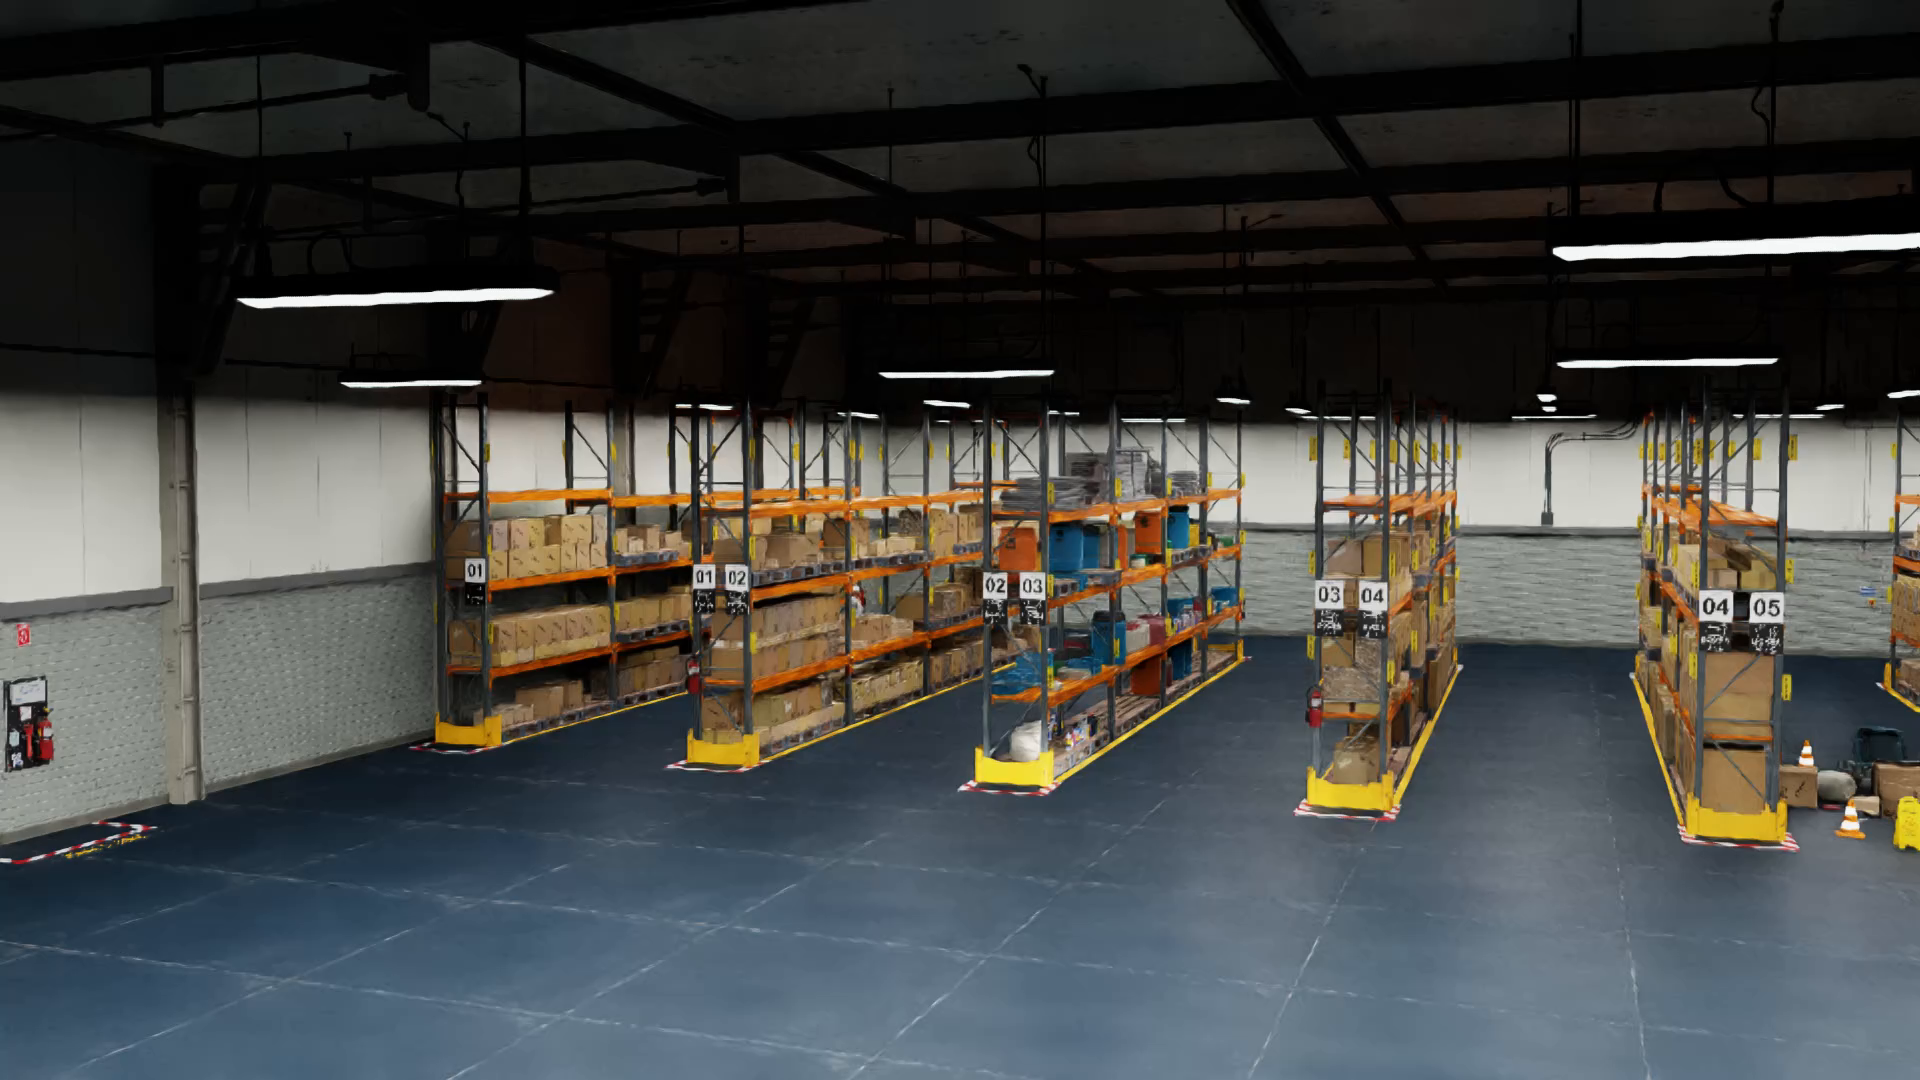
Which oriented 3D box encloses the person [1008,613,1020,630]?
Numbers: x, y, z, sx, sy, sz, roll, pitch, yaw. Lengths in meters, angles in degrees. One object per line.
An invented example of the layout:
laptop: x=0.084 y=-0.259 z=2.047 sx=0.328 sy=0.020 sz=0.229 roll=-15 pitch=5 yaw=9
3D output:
person: x=1.514 y=1.758 z=44.566 sx=0.549 sy=1.724 sz=1.037 roll=2 pitch=3 yaw=28

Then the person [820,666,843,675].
person: x=-2.652 y=2.329 z=34.575 sx=0.682 sy=1.676 sz=0.535 roll=1 pitch=3 yaw=19

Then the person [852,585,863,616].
person: x=-2.471 y=1.970 z=39.789 sx=0.396 sy=1.791 sz=0.655 roll=0 pitch=3 yaw=7
